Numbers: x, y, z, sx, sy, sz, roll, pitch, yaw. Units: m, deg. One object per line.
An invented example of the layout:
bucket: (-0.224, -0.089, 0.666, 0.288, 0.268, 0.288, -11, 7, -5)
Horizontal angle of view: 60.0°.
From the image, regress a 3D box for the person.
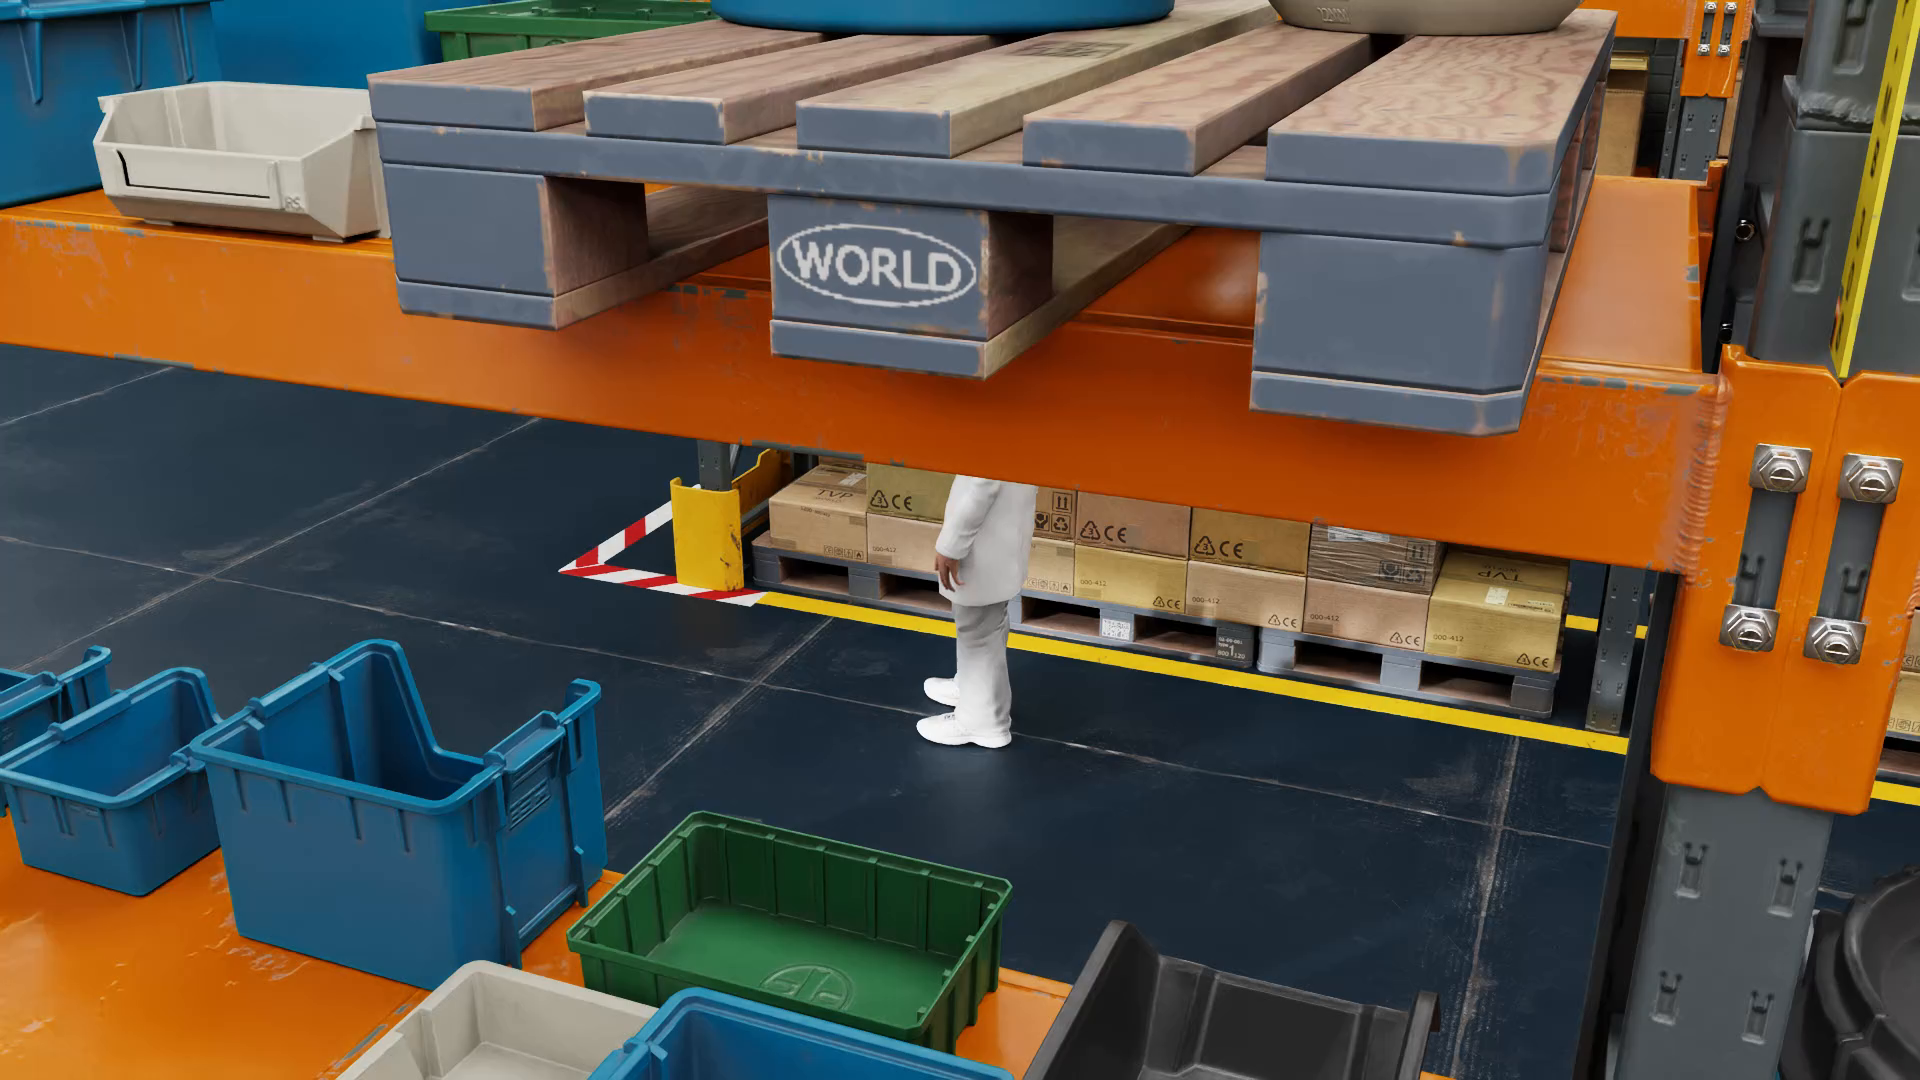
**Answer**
person: (0.020, -0.054, 6.220, 0.581, 1.775, 0.694, 9, 24, 20)
